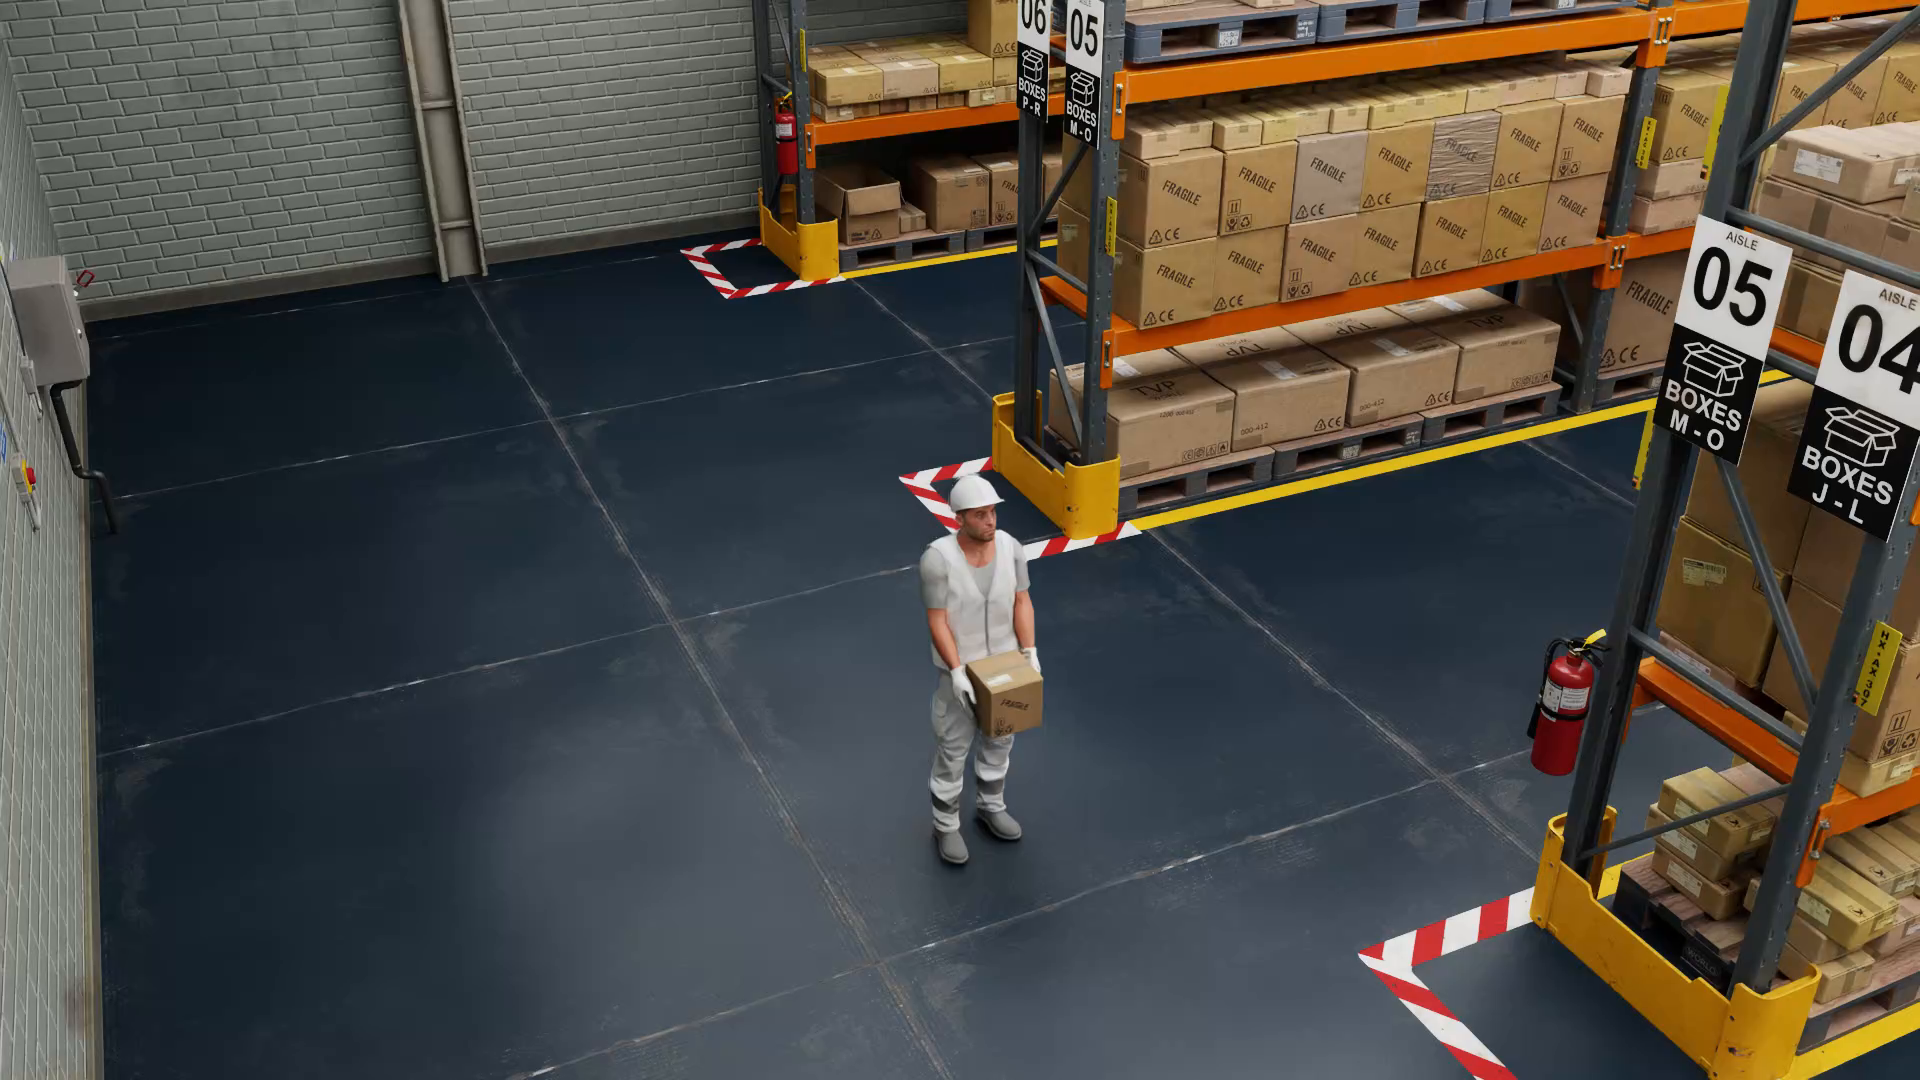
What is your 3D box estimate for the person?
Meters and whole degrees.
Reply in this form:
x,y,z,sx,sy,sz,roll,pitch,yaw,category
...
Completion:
x,y,z,sx,sy,sz,roll,pitch,yaw,category
0.101,0.575,7.396,0.542,1.794,0.498,-14,32,-24,person
